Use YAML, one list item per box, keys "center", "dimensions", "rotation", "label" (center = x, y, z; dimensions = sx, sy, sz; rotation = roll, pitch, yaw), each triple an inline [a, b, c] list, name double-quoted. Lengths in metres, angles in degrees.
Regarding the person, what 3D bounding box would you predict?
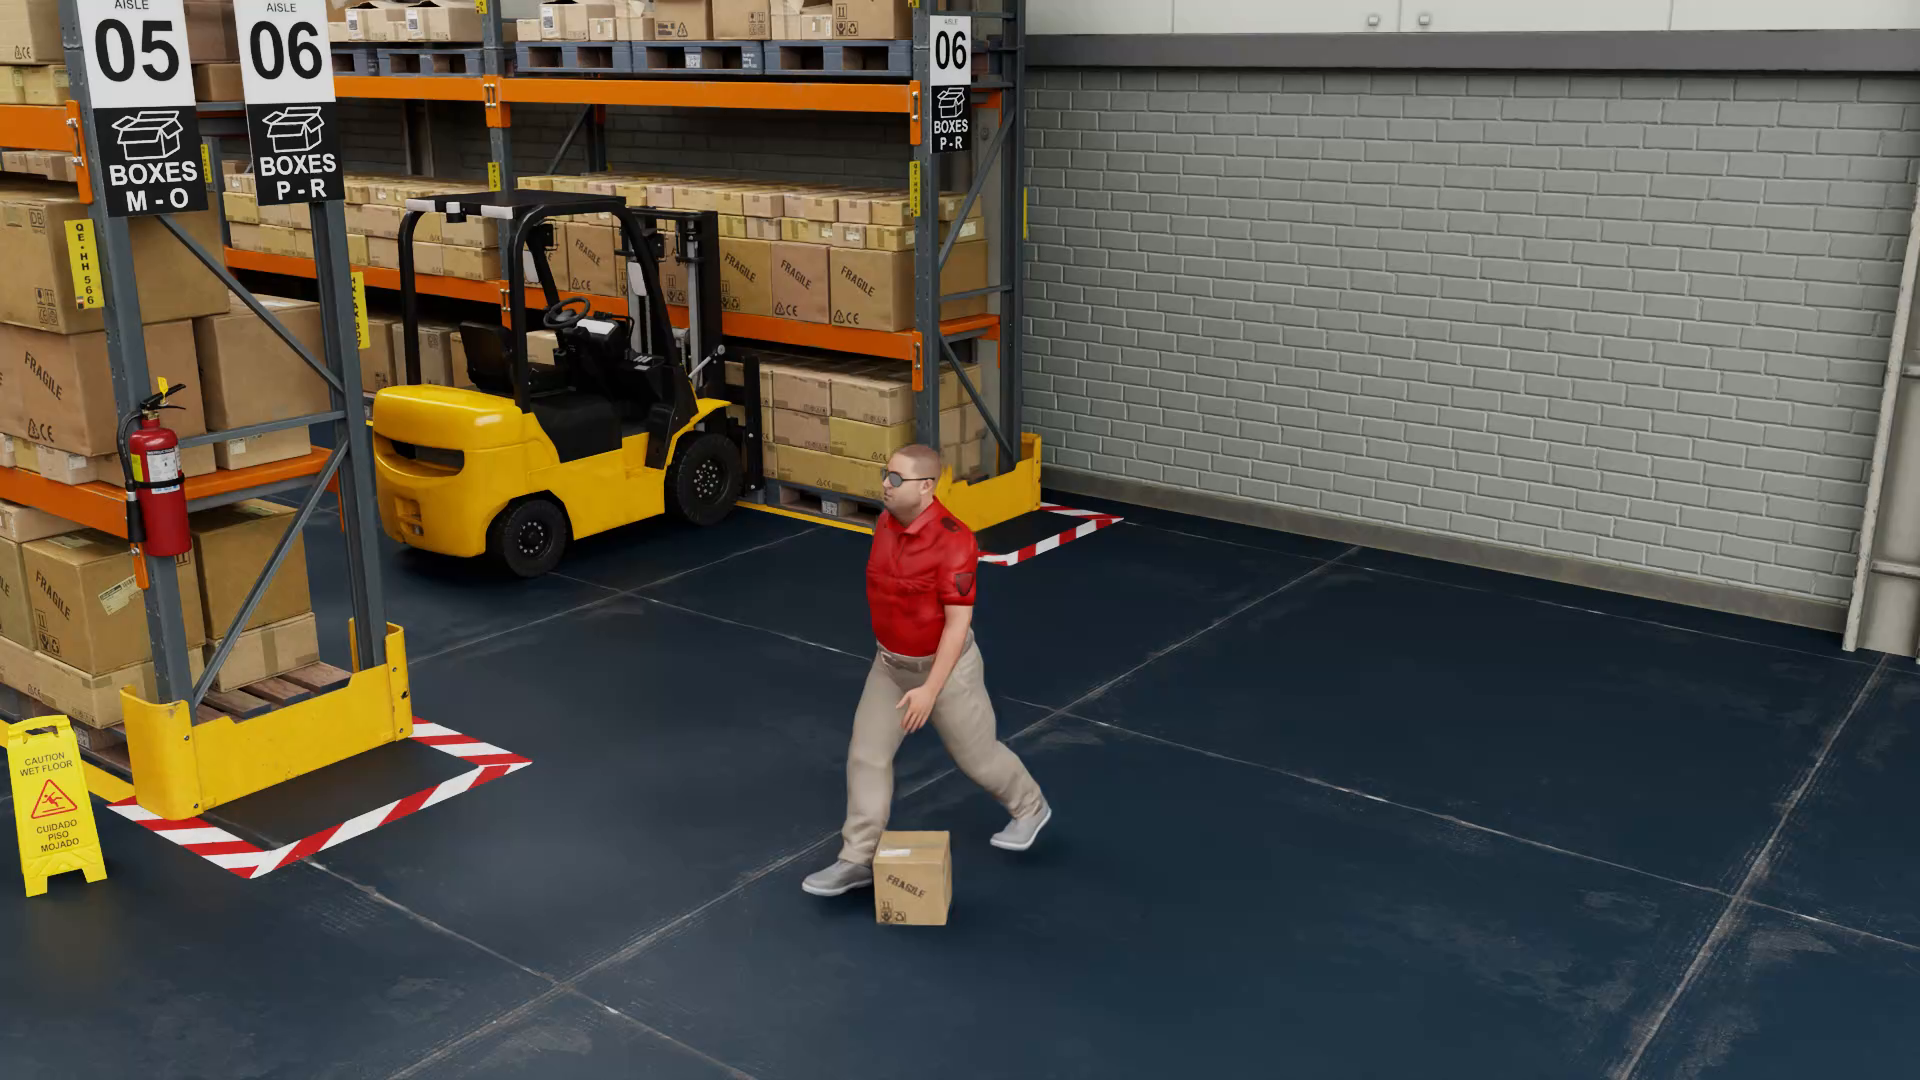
- center: [-0.094, 0.458, 6.055]
  dimensions: [0.528, 1.676, 1.047]
  rotation: [16, 23, 42]
  label: "person"
